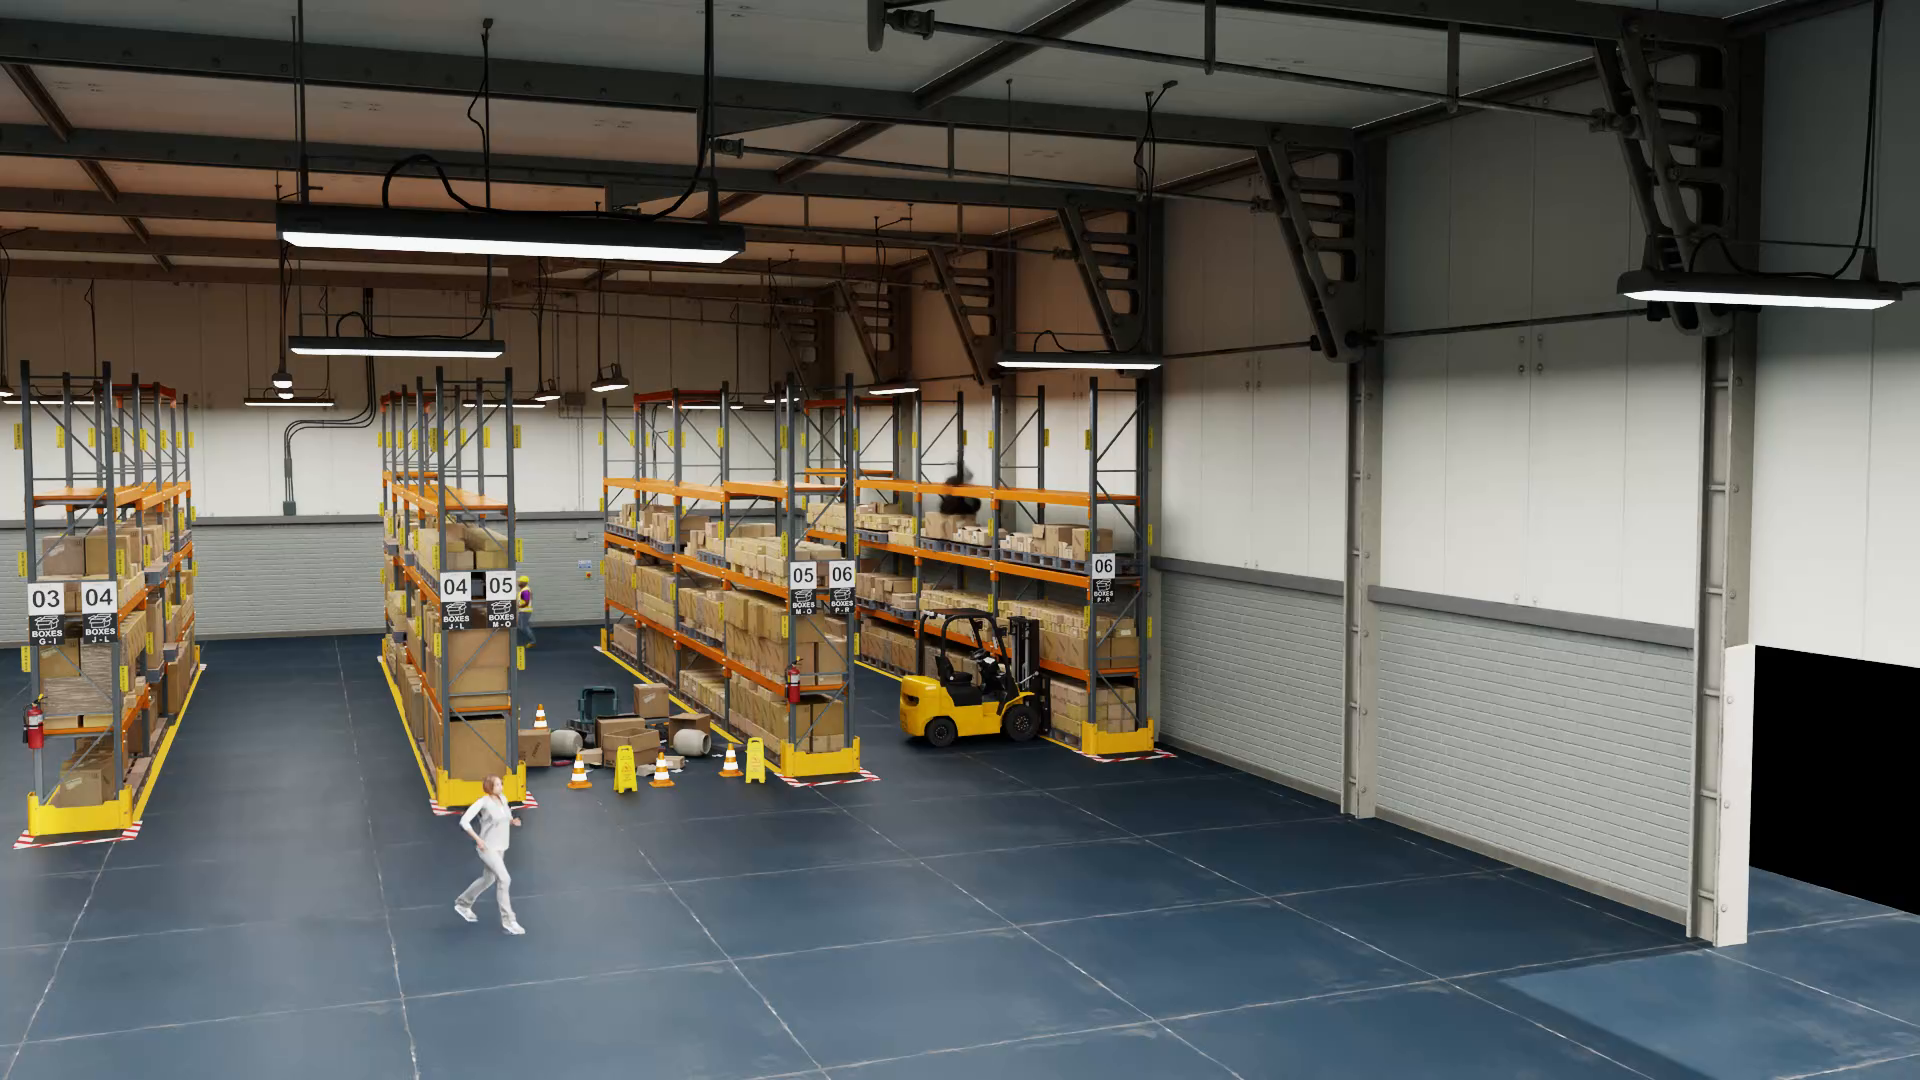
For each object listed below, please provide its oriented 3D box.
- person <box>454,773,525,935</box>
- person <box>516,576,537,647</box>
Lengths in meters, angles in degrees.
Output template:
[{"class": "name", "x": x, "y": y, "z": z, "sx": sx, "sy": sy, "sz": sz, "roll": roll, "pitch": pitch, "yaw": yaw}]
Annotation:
[{"class": "person", "x": -4.792, "y": 3.180, "z": 16.955, "sx": 0.799, "sy": 1.624, "sz": 0.483, "roll": 1, "pitch": 4, "yaw": 15}, {"class": "person", "x": -10.494, "y": 1.723, "z": 40.039, "sx": 0.570, "sy": 1.731, "sz": 0.687, "roll": -1, "pitch": 4, "yaw": -21}]
